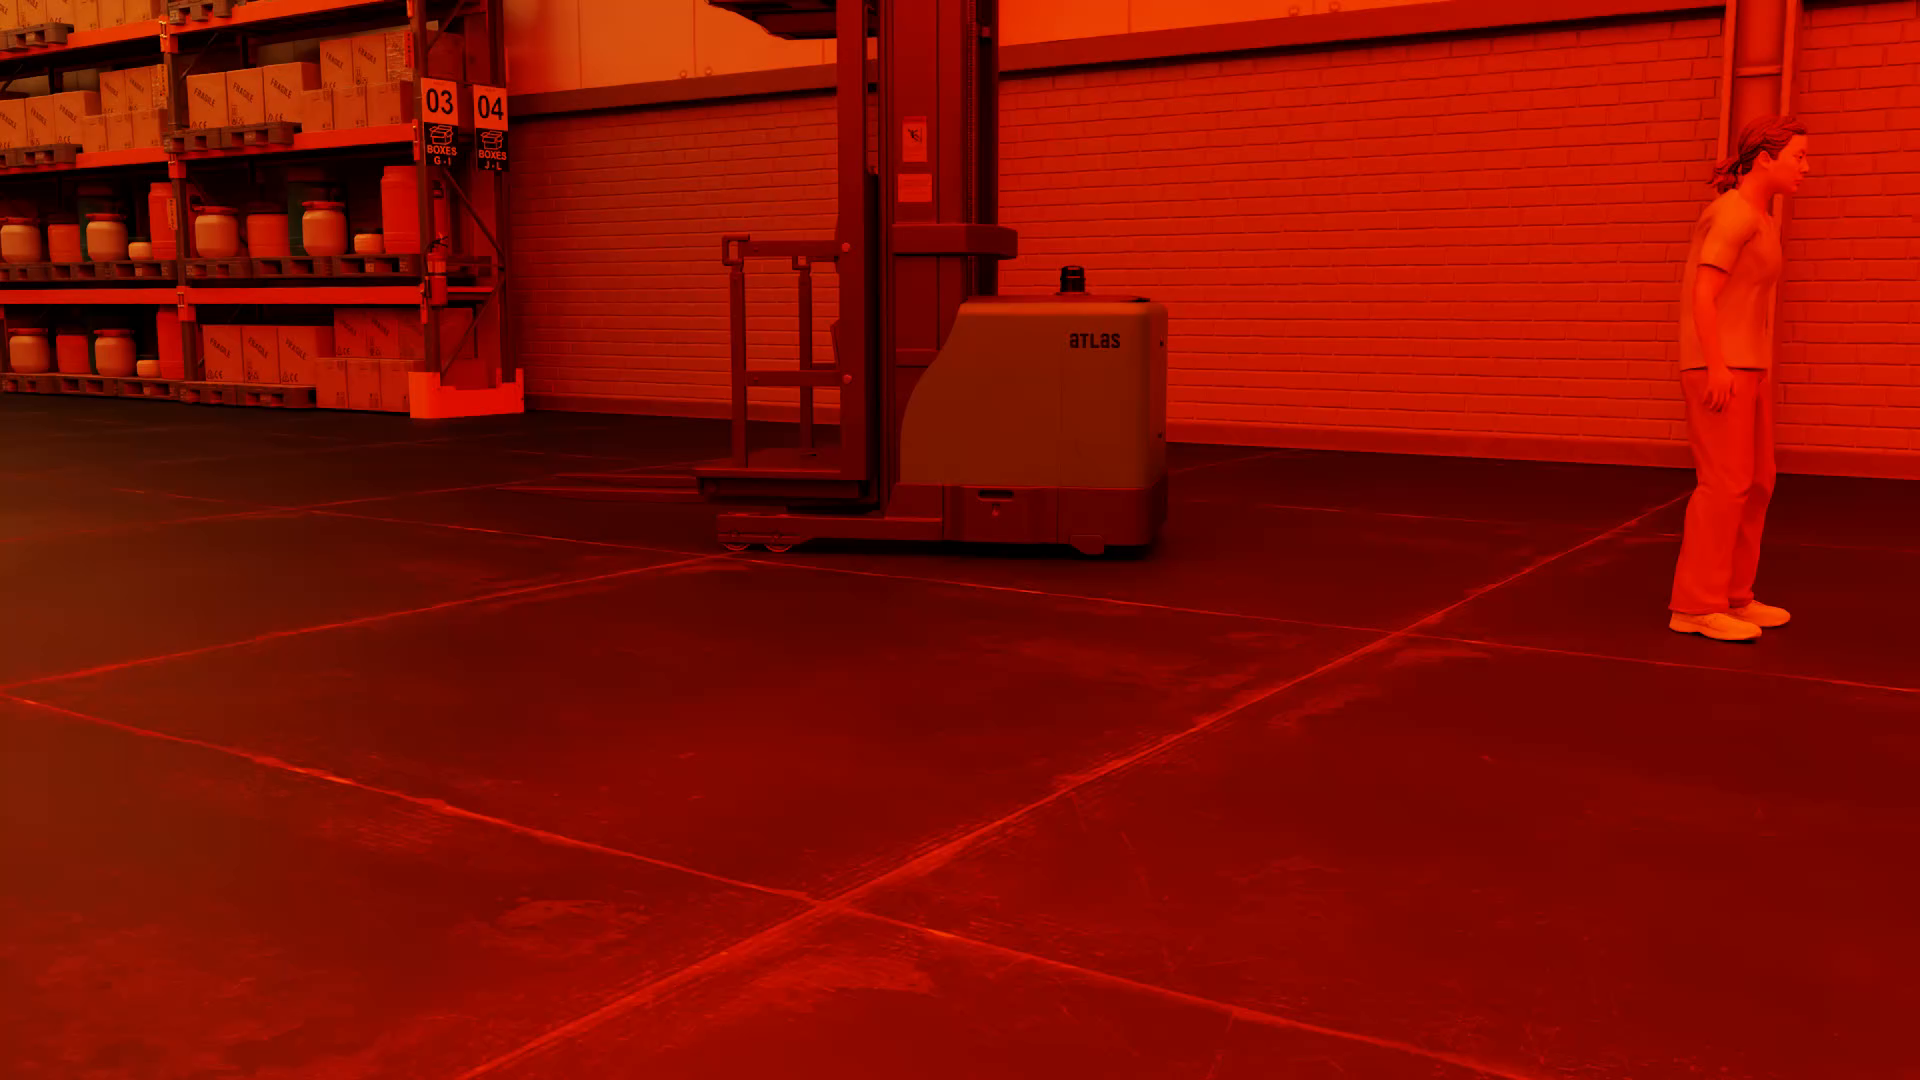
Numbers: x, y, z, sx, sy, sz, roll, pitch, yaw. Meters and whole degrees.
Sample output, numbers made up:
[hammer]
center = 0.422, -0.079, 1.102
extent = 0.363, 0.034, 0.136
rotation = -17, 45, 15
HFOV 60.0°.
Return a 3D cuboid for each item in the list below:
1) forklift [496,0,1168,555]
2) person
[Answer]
[forklift]
center = -0.596, -1.469, 7.520
extent = 3.031, 2.935, 1.130
rotation = 2, 8, 12
[person]
center = 2.542, -0.535, 5.433
extent = 0.365, 1.671, 0.506
rotation = 6, 10, 38
